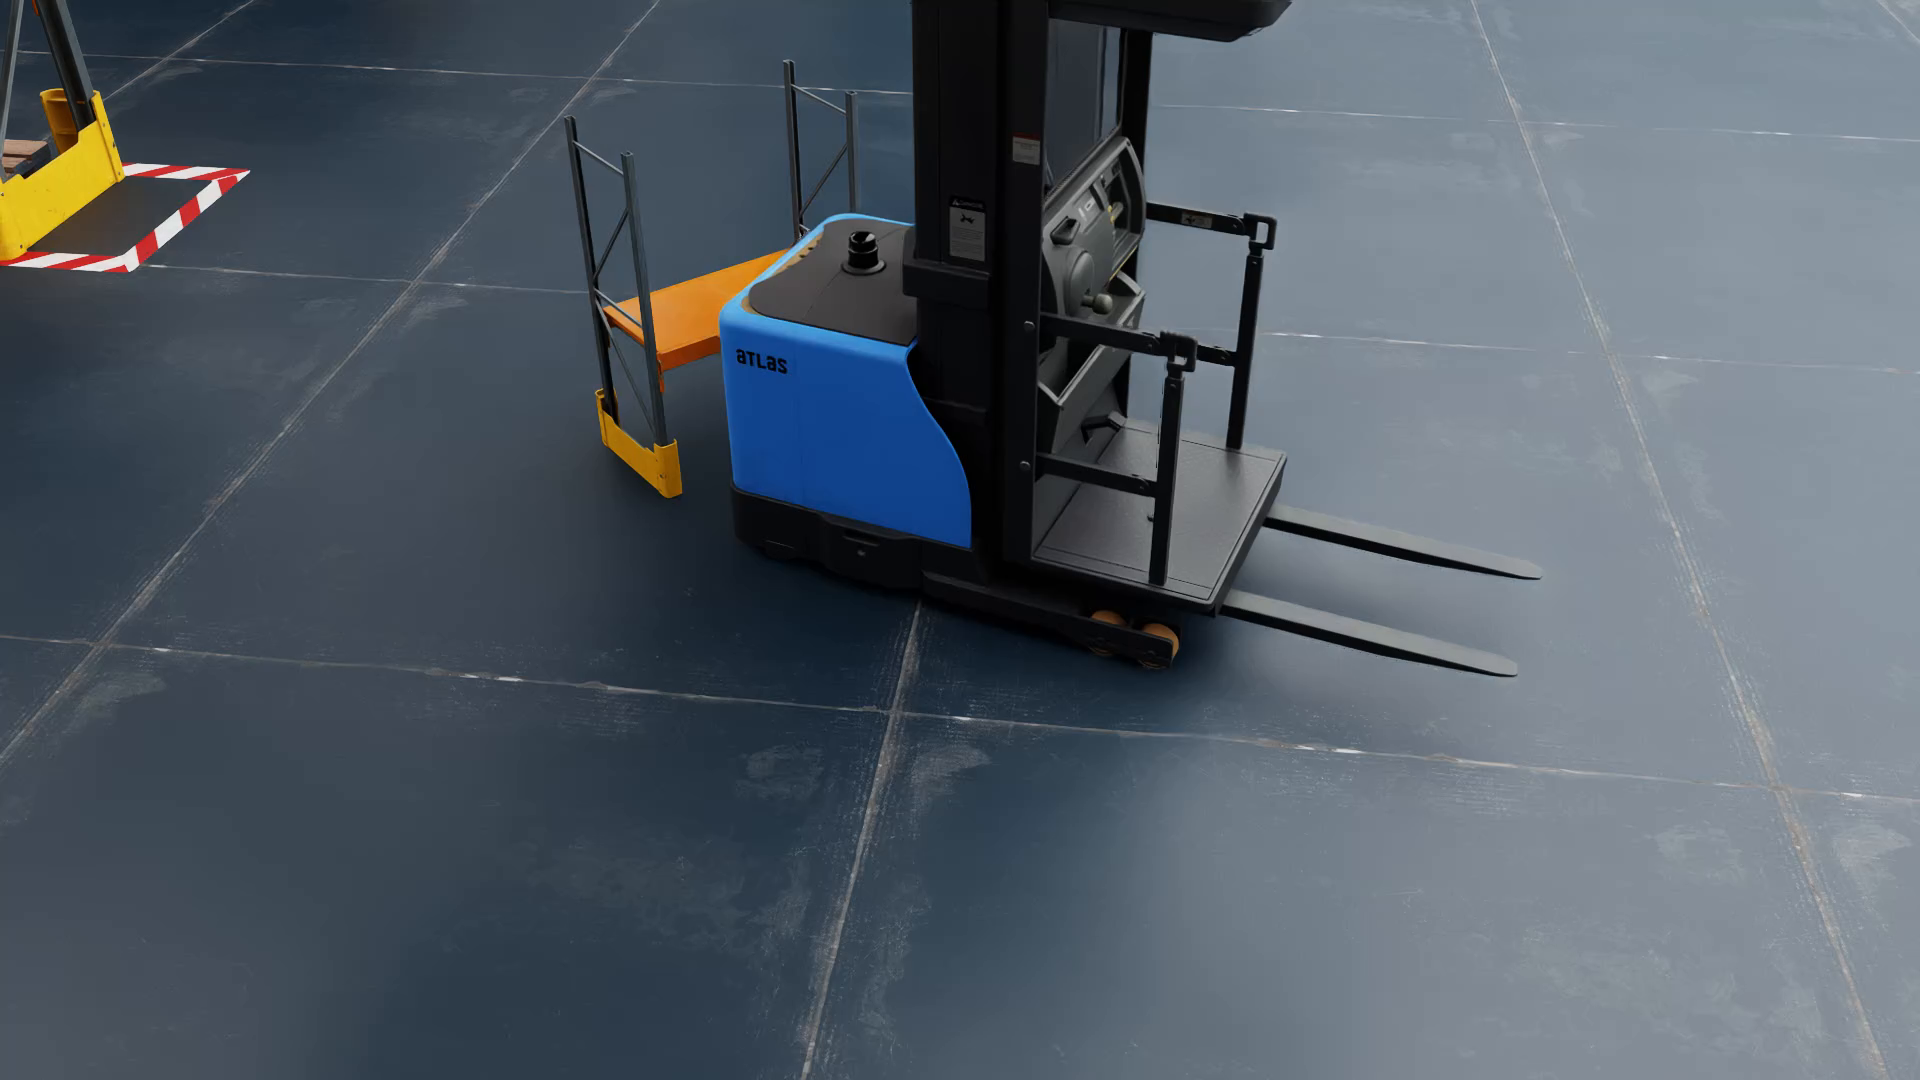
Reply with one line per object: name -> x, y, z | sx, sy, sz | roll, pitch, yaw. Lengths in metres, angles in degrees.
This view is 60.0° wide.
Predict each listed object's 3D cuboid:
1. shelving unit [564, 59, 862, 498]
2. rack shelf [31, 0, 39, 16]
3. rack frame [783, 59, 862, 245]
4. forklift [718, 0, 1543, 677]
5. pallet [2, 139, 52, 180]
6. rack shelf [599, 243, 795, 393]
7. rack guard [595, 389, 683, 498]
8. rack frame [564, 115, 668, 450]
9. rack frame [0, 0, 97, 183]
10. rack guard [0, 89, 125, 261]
shelving unit -> -0.986, -1.109, 7.013 | 1.083, 1.500, 0.587 | -24, 42, -30
rack shelf -> -7.023, -2.924, 8.884 | 4.000, 0.370, 1.077 | 4, 36, 6
rack frame -> -0.579, -1.295, 7.273 | 0.032, 1.500, 0.500 | -24, 42, -30
forklift -> 0.656, -1.073, 5.731 | 3.031, 2.935, 1.130 | 14, 38, 19
pallet -> -5.925, -1.975, 9.336 | 1.213, 0.211, 1.003 | 4, 36, 6
rack shelf -> -0.979, -0.966, 7.122 | 1.000, 0.185, 0.538 | -24, 42, -30
rack guard -> -1.378, -0.422, 7.126 | 0.087, 0.250, 0.587 | -24, 42, -30
rack frame -> -1.379, -0.930, 6.762 | 0.032, 1.500, 0.500 | -24, 42, -30
rack frame -> -5.039, -3.069, 8.468 | 0.127, 3.000, 1.000 | 4, 36, 6
rack guard -> -5.120, -2.030, 9.164 | 0.348, 0.500, 1.175 | 4, 36, 6
